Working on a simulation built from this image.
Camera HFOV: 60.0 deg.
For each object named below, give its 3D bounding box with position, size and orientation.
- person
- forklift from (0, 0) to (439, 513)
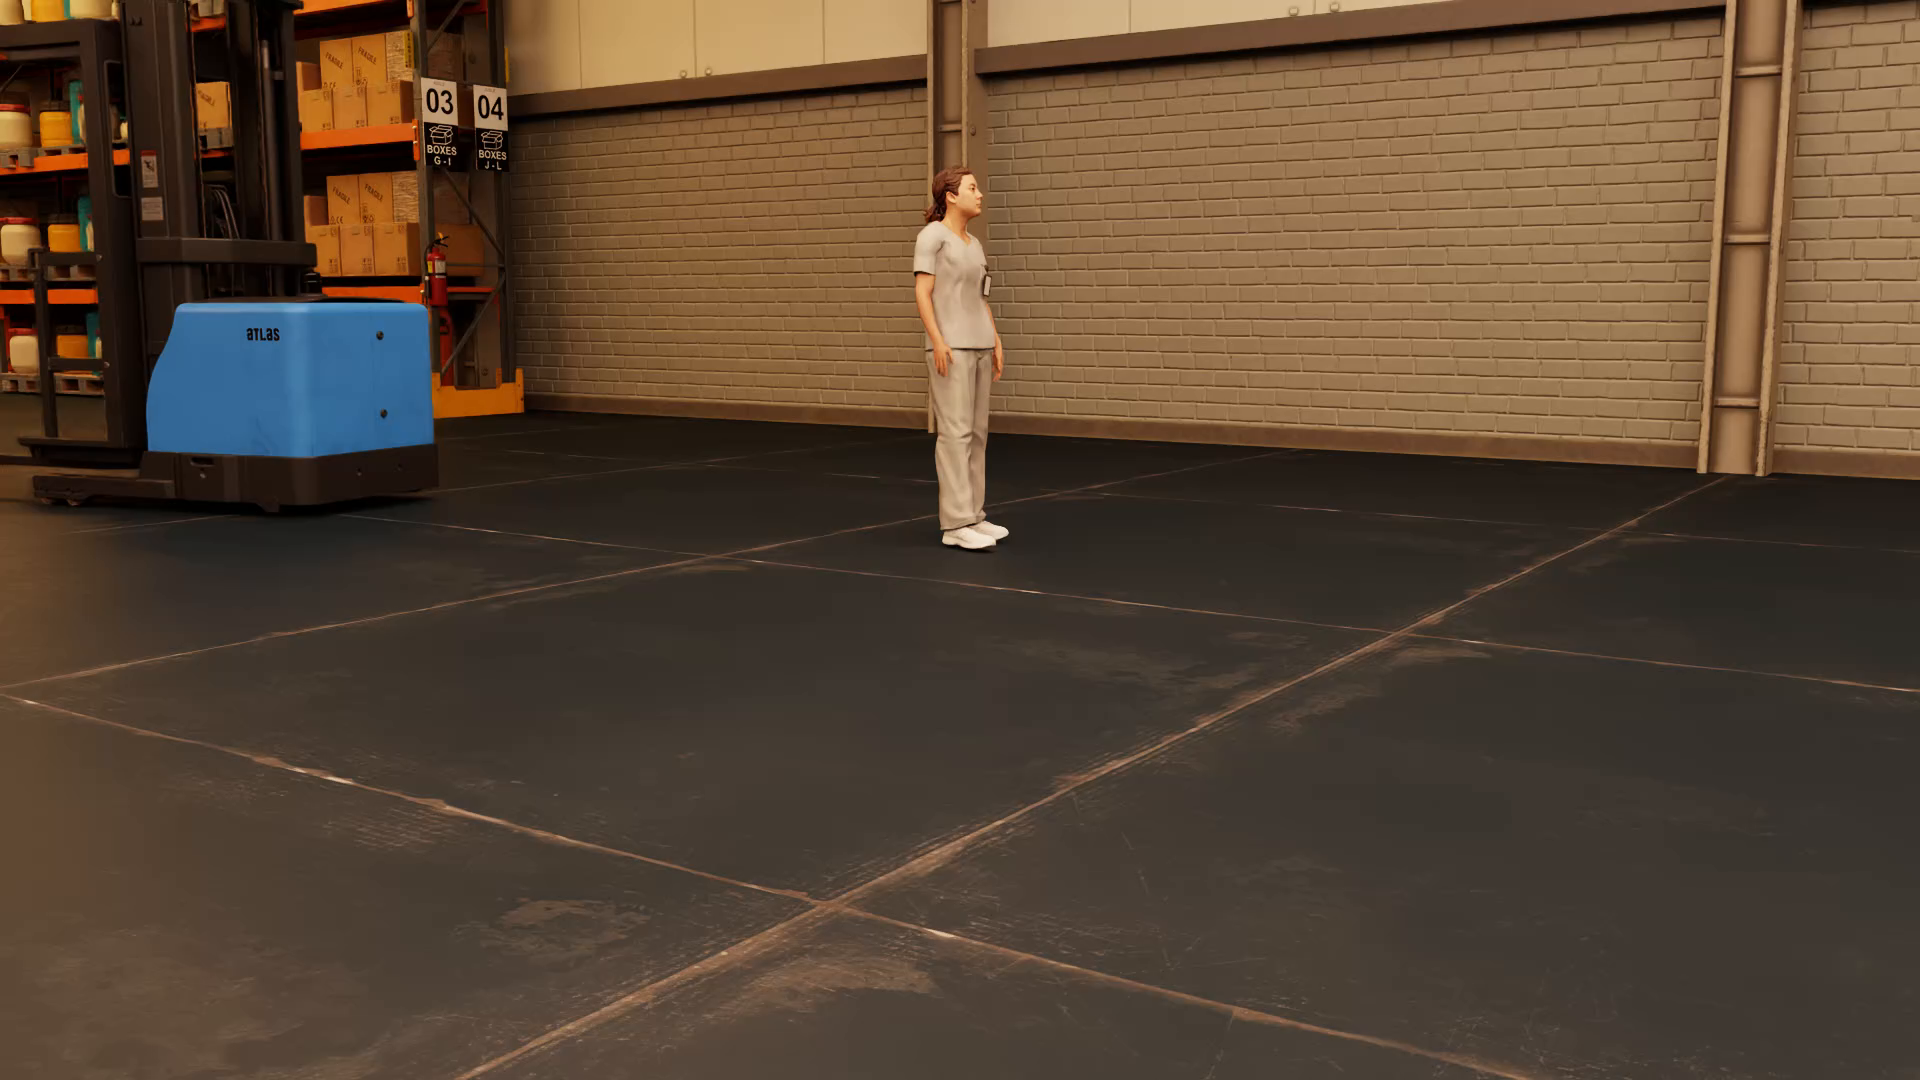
[{"bbox_3d":[0.054,-0.830,7.432,0.548,1.673,0.549,5,10,34],"label":"person"},{"bbox_3d":[-4.439,-1.696,9.120,3.031,2.935,1.130,3,9,22],"label":"forklift"}]
